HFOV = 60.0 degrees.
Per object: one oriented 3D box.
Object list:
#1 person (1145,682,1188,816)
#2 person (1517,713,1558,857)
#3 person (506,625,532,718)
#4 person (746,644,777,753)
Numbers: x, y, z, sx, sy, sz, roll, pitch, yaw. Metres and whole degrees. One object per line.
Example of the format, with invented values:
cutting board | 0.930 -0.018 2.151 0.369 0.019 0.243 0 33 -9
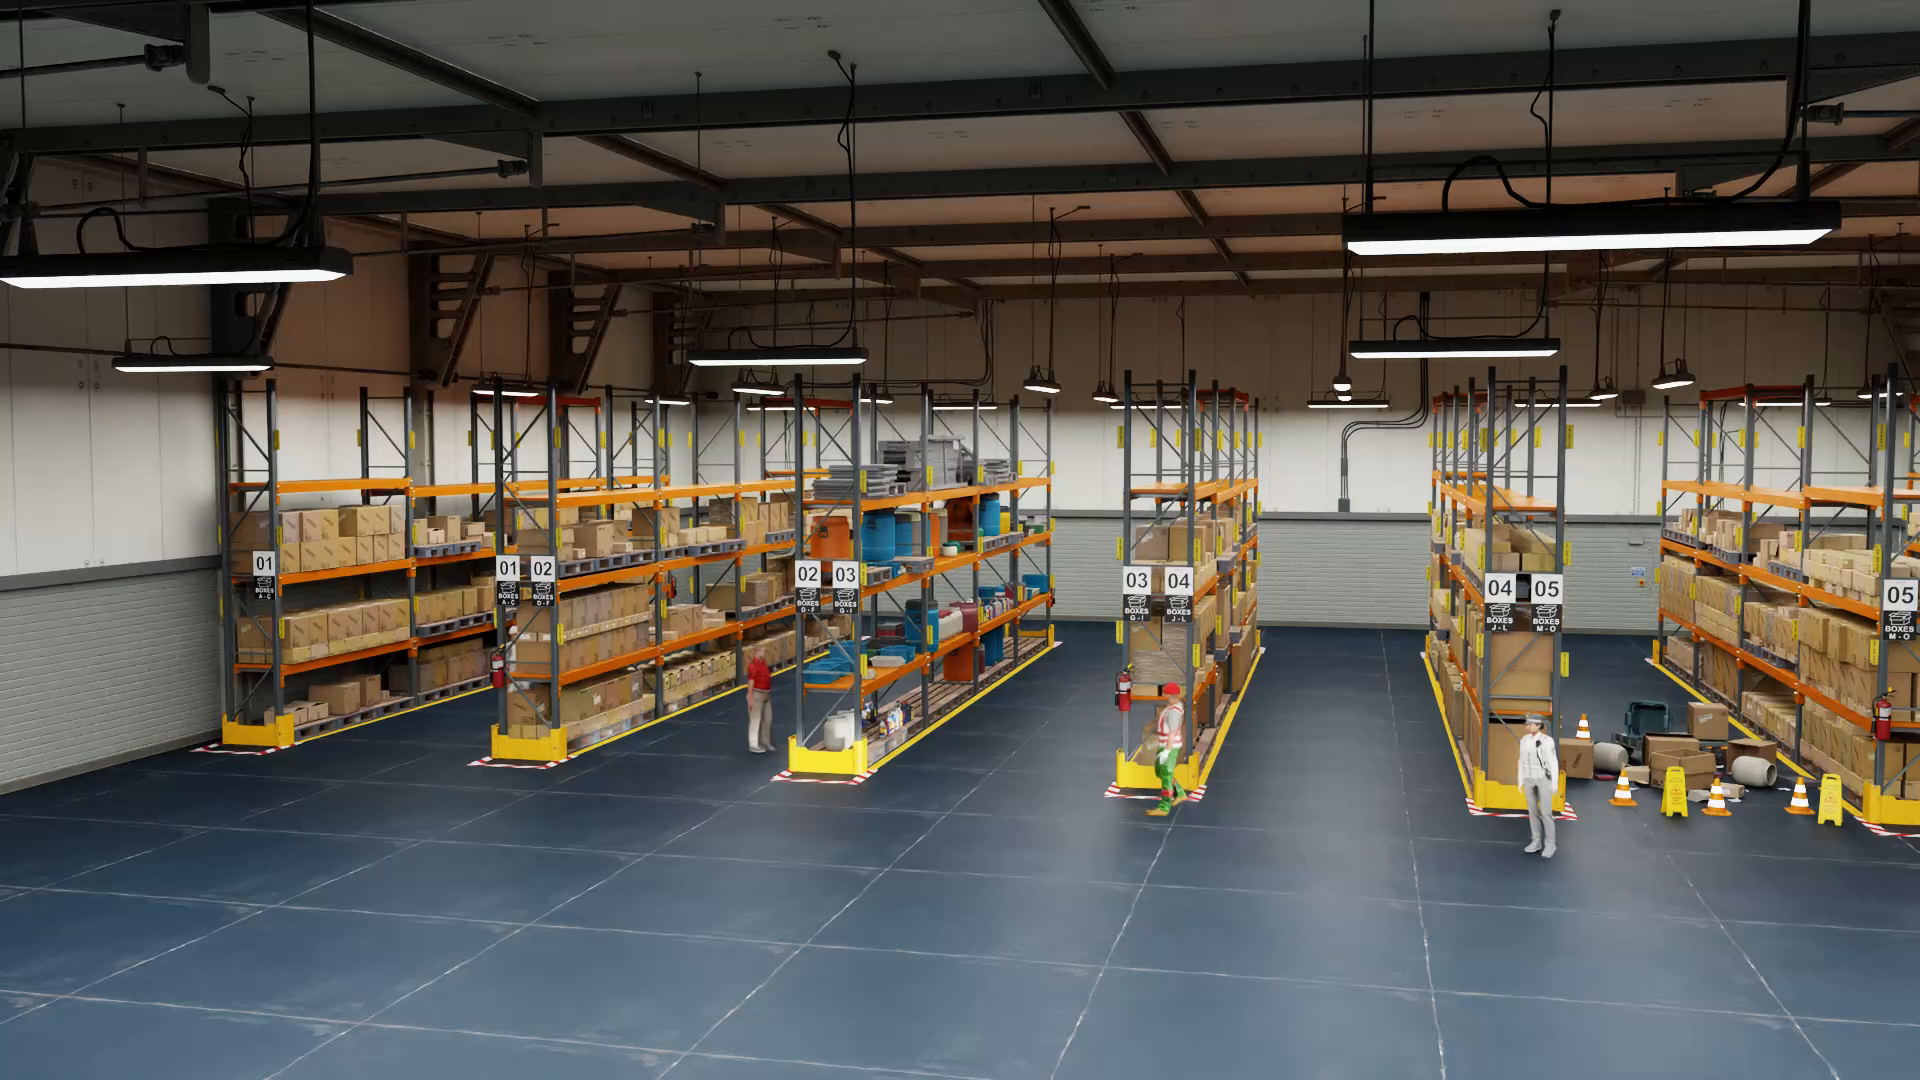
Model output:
person | 2.777 2.776 22.286 0.595 1.779 0.649 0 3 1
person | 7.018 2.964 20.218 0.351 1.719 0.555 -2 4 -35
person | -7.680 2.393 28.986 0.444 1.812 0.577 2 4 34
person | -3.205 2.564 26.719 0.405 1.778 0.610 1 4 18
